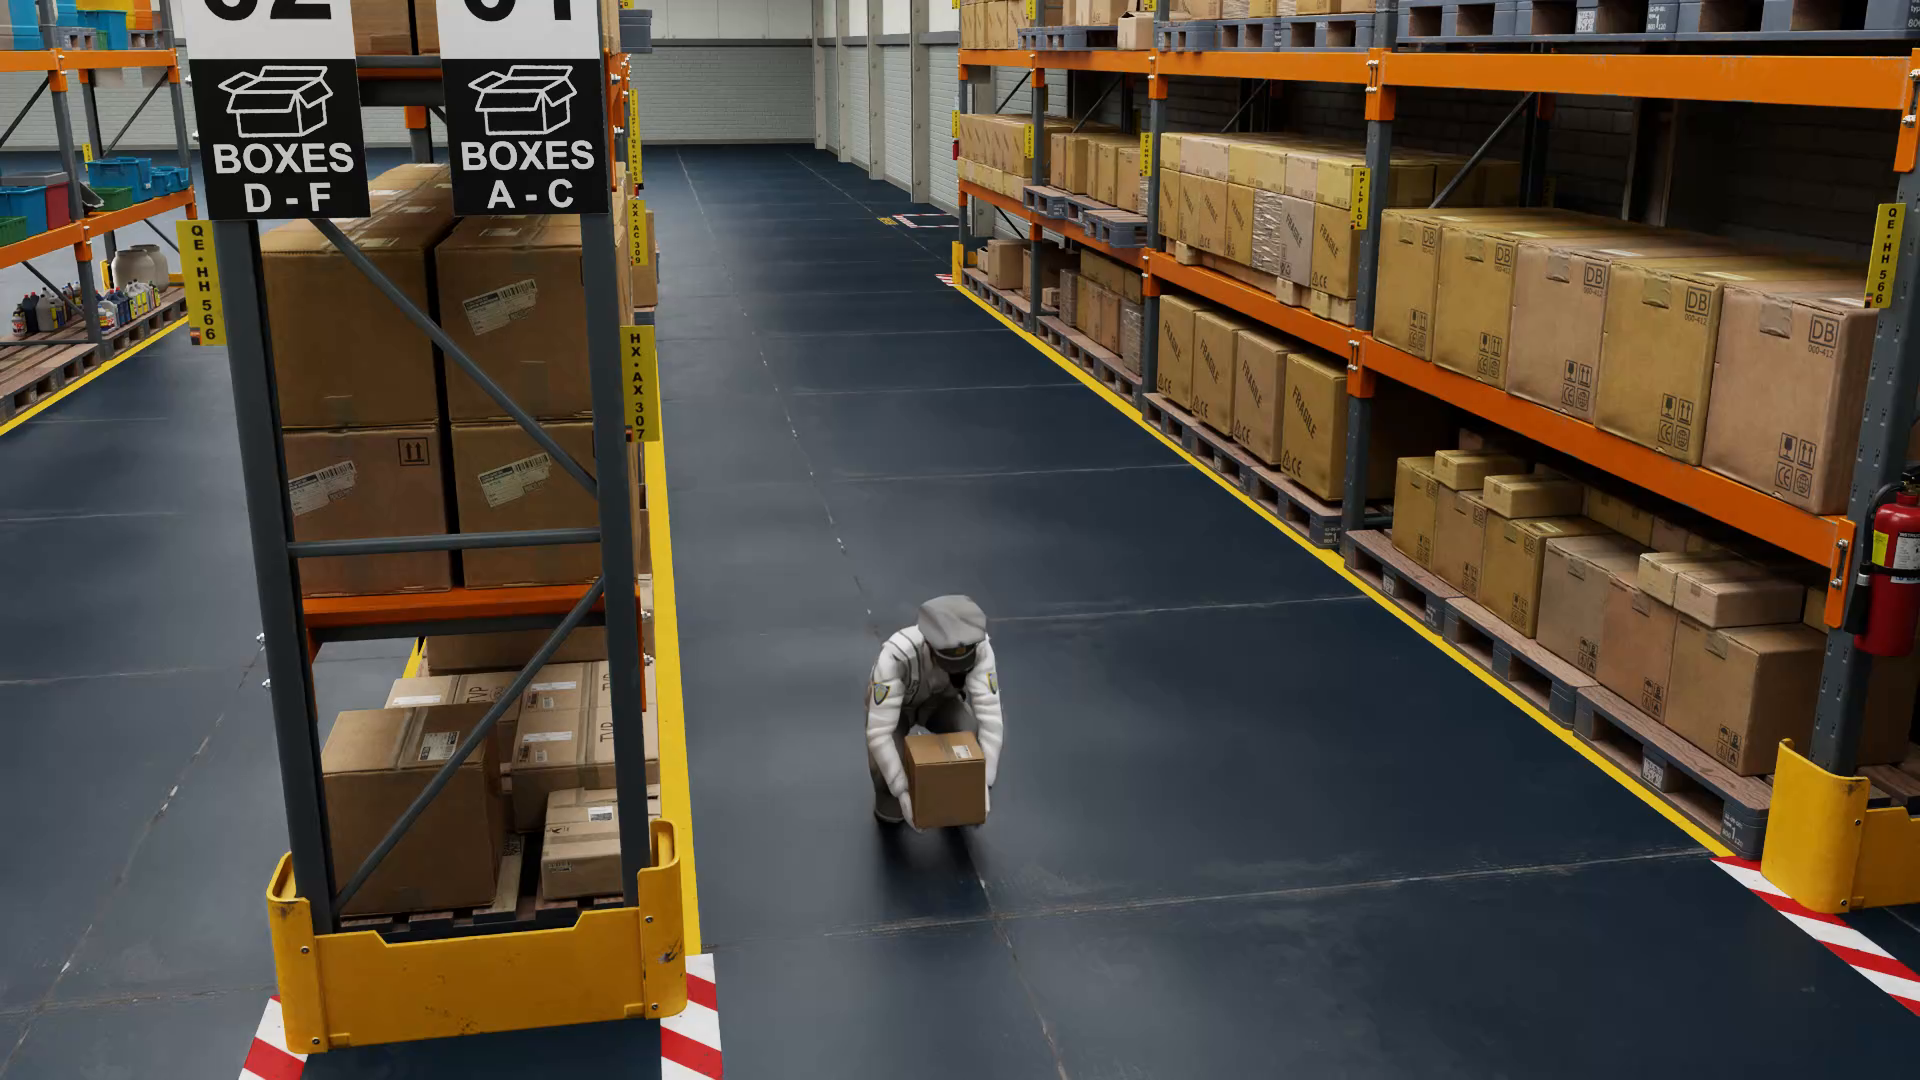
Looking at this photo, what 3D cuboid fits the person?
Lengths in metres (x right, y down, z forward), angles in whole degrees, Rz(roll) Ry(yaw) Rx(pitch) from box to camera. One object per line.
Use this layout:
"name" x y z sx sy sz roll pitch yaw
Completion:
"person" -0.119 0.620 6.202 0.505 0.963 0.821 -3 17 -10
